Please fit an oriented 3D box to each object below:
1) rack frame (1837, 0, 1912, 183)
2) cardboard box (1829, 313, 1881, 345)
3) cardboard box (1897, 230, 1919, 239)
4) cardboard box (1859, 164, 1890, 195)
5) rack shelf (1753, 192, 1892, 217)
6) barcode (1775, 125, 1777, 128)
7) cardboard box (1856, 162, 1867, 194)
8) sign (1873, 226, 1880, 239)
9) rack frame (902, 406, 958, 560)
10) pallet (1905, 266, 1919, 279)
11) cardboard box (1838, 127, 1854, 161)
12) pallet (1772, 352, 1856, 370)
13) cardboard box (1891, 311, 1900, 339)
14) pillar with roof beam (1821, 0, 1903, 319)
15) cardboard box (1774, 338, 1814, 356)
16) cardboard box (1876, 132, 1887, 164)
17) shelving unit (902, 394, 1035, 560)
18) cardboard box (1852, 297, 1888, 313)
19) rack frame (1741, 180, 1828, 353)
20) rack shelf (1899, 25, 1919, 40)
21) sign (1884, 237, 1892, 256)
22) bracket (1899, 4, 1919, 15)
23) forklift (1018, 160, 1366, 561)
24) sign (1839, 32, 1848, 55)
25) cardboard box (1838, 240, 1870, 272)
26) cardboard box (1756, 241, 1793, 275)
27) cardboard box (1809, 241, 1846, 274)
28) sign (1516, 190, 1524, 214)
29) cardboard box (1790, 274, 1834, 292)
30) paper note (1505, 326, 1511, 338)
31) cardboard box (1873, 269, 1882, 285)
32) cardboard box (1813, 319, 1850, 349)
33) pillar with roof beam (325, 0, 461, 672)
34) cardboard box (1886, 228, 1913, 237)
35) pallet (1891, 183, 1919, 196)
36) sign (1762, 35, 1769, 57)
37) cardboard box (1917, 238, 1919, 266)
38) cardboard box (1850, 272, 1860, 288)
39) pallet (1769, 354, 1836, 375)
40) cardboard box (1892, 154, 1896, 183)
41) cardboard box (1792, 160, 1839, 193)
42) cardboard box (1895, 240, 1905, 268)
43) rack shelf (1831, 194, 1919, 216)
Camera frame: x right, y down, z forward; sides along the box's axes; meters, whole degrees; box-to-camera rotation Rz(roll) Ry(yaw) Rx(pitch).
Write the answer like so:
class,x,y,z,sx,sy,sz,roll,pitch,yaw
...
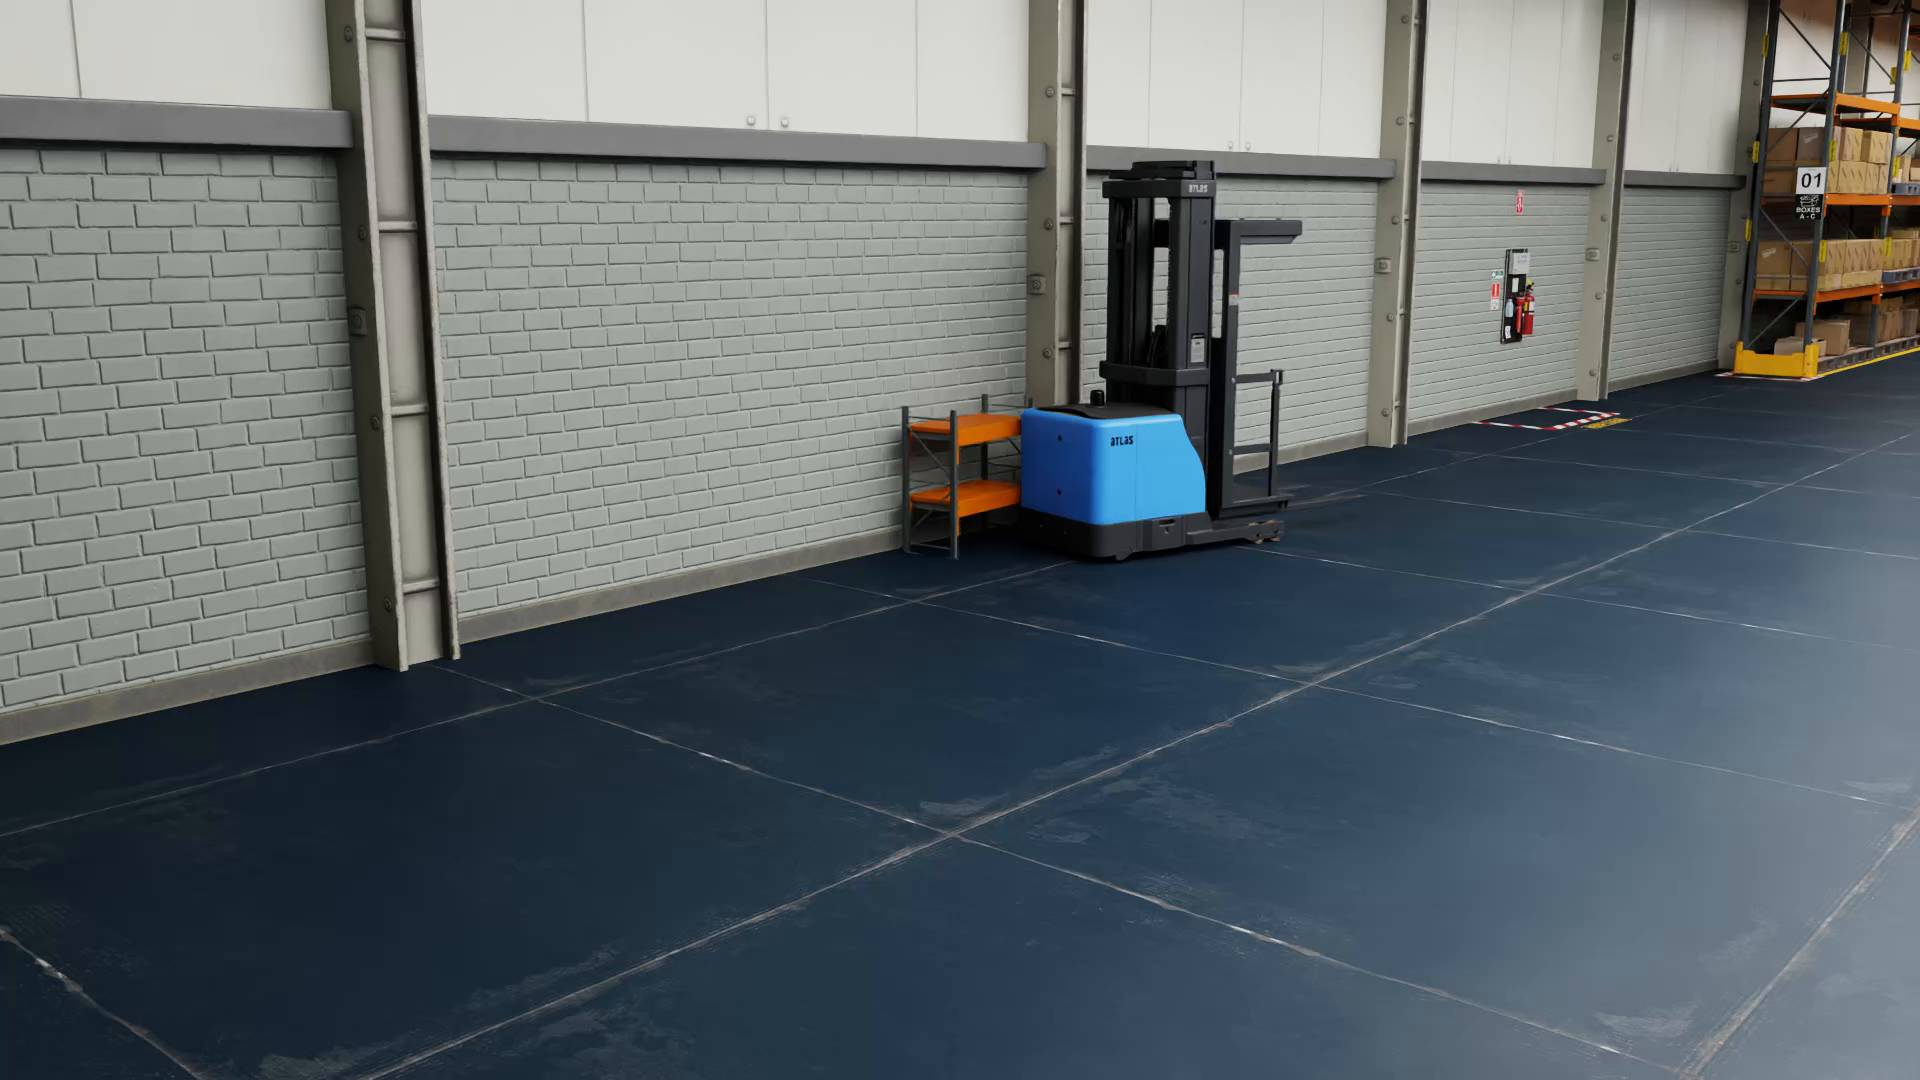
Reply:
class,x,y,z,sx,sy,sz,roll,pitch,yaw
rack frame,15.500,-7.617,28.372,1.000,3.000,0.127,10,15,40
cardboard box,15.973,-3.775,29.714,0.700,0.500,0.500,10,15,42
cardboard box,17.935,-5.792,31.516,0.380,0.149,0.250,7,14,33
cardboard box,15.350,-6.098,28.120,0.500,0.500,0.500,10,15,42
rack shelf,14.179,-5.499,27.263,1.077,0.370,4.000,10,15,40
barcode,12.952,-6.560,26.400,0.001,0.075,0.075,10,15,40
cardboard box,14.326,-5.866,26.958,0.500,0.500,0.500,11,16,44
sign,17.721,-5.903,32.150,0.100,0.325,0.005,10,15,40
rack frame,-0.228,-0.430,12.493,0.500,1.125,0.032,8,14,36
pallet,17.750,-5.051,31.331,1.213,0.211,1.003,10,15,40
cardboard box,13.665,-6.199,26.073,0.500,0.500,0.500,10,15,40
pallet,14.278,-3.024,27.812,1.003,0.211,1.213,10,15,40
cardboard box,16.970,-4.003,30.855,0.700,0.500,0.500,10,15,40
pillar with roof beam,19.866,-7.569,28.134,9.100,9.000,0.548,10,15,40
cardboard box,13.383,-3.074,26.685,0.500,0.311,0.500,8,14,34
cardboard box,15.017,-6.504,27.599,0.500,0.500,0.500,11,16,43
shelving unit,0.077,-0.510,12.892,0.538,1.125,1.048,8,14,36
cardboard box,16.602,-4.285,30.353,0.500,0.250,0.500,9,15,39
rack frame,12.859,-4.087,26.013,1.000,3.000,0.127,10,15,40
rack shelf,19.460,-9.777,32.537,1.077,0.370,4.000,10,15,40
sign,15.912,-5.031,28.529,0.100,0.325,0.005,10,15,40
bracket,18.874,-10.285,32.542,0.076,0.066,4.783,10,15,40
forklift,1.966,-1.483,13.154,3.031,2.935,1.130,-7,14,-33
sign,13.267,-7.455,24.975,0.100,0.325,0.005,10,15,40
cardboard box,14.754,-4.723,27.615,0.500,0.500,0.500,9,15,39
cardboard box,13.011,-4.487,26.437,0.500,0.500,0.500,10,15,40
cardboard box,13.734,-4.493,26.467,0.500,0.500,0.500,10,15,41
sign,6.971,-4.208,20.705,0.001,0.298,0.199,10,15,40
cardboard box,13.420,-4.054,26.180,0.500,0.250,0.500,9,15,39
paper note,6.882,-2.611,20.874,0.016,0.148,0.142,10,15,40
cardboard box,15.415,-4.502,28.427,0.500,0.250,0.500,10,15,40
cardboard box,14.845,-3.507,28.371,0.500,0.500,0.500,8,14,36
pillar with roof beam,0.063,-3.156,6.036,9.100,9.000,0.400,10,15,40
cardboard box,18.245,-5.936,32.294,0.500,0.250,0.500,10,15,42
pallet,15.987,-6.131,29.070,1.213,0.211,1.003,10,15,40
sign,12.456,-7.639,25.693,0.100,0.325,0.005,10,15,40
cardboard box,17.837,-5.458,31.501,0.700,0.500,0.500,8,14,34
cardboard box,14.428,-4.280,27.314,0.500,0.250,0.500,10,15,41
pallet,13.472,-2.845,26.918,1.003,0.211,1.213,10,15,40
cardboard box,15.921,-6.471,28.966,0.500,0.500,0.500,-9,15,-39
cardboard box,13.268,-5.633,25.792,0.500,0.500,0.500,10,15,42
cardboard box,16.647,-5.193,30.172,0.500,0.500,0.700,-10,15,-40
rack shelf,16.820,-6.088,30.210,1.077,0.370,4.000,10,15,40
